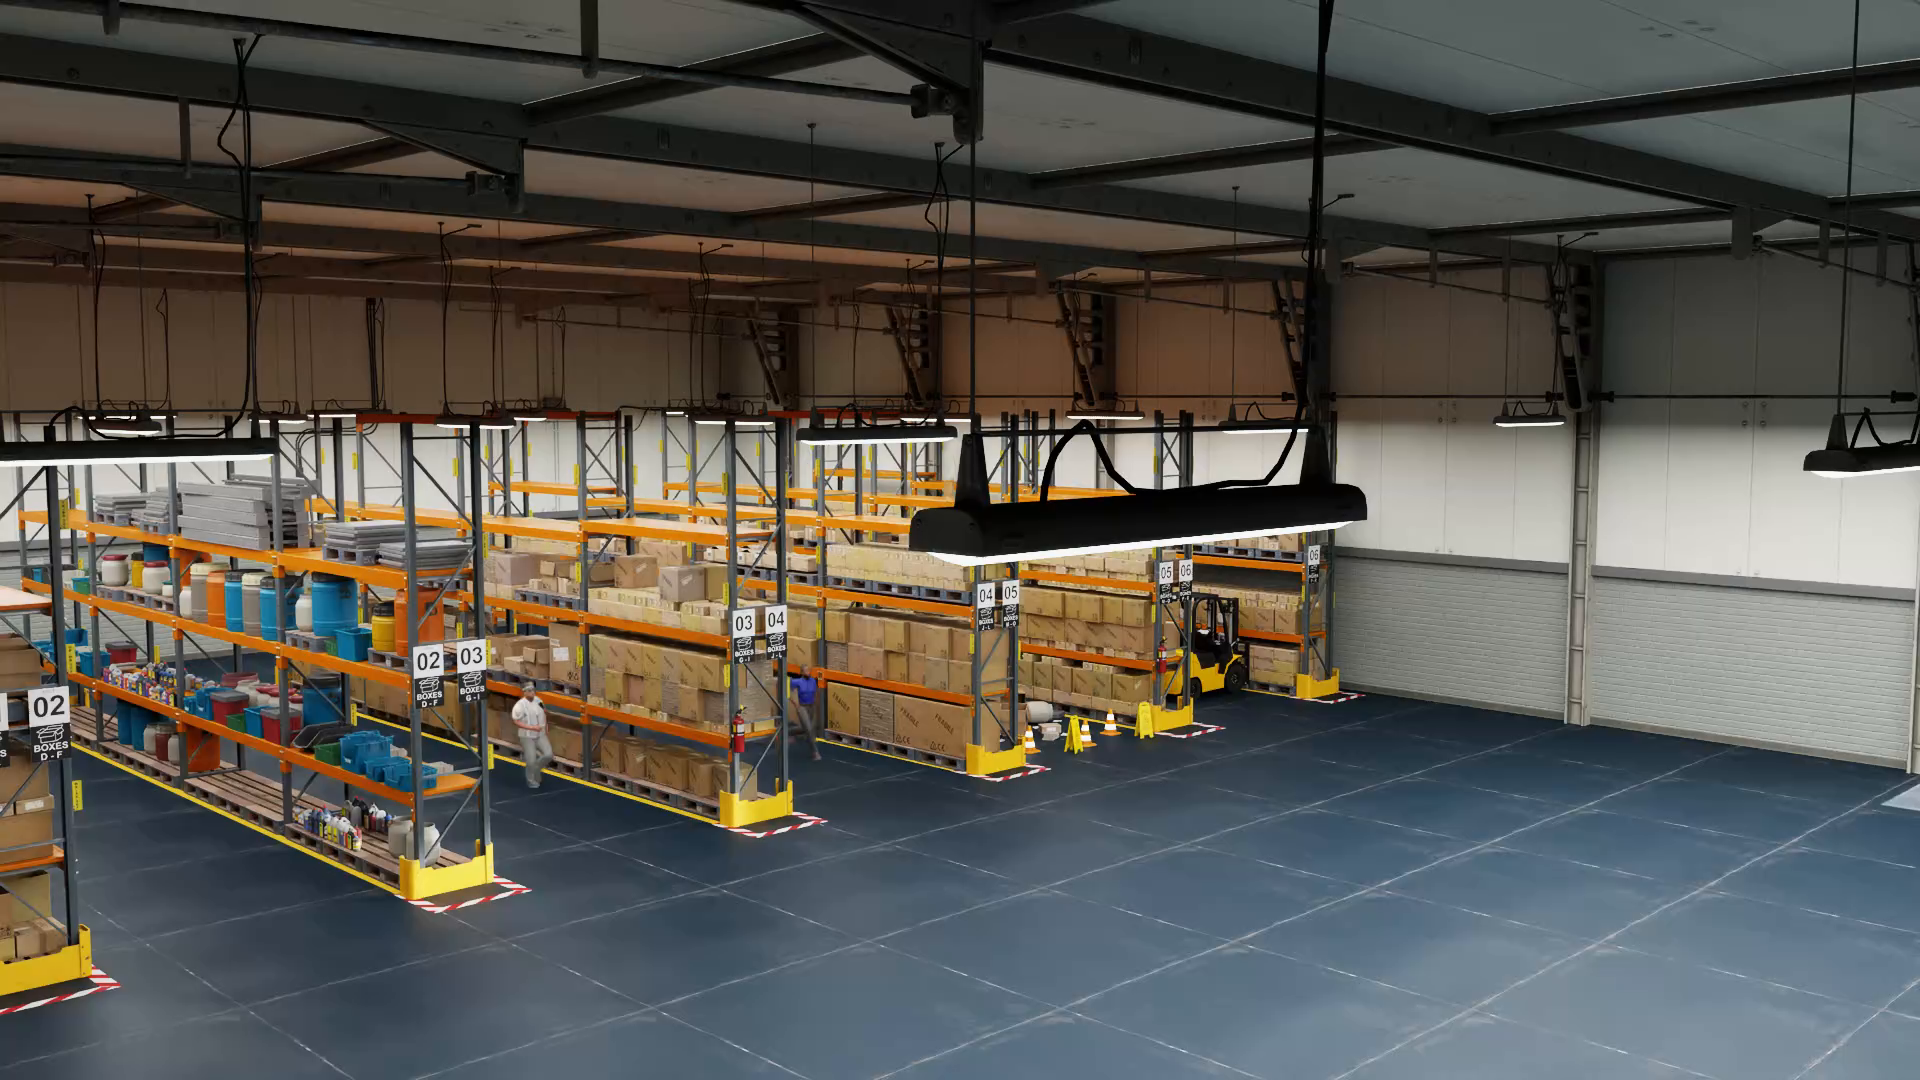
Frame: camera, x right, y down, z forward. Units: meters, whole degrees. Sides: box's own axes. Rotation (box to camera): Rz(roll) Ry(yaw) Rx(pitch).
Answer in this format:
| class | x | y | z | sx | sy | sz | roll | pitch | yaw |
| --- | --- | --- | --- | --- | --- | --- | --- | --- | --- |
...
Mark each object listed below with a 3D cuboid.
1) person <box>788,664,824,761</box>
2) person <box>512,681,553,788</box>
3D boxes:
| class | x | y | z | sx | sy | sz | roll | pitch | yaw |
| --- | --- | --- | --- | --- | --- | --- | --- | --- | --- |
| person | -2.735 | 3.002 | 29.204 | 1.069 | 1.670 | 0.547 | 5 | 7 | 43 |
| person | -6.883 | 3.139 | 26.832 | 0.683 | 1.738 | 0.570 | -5 | 7 | -44 |
